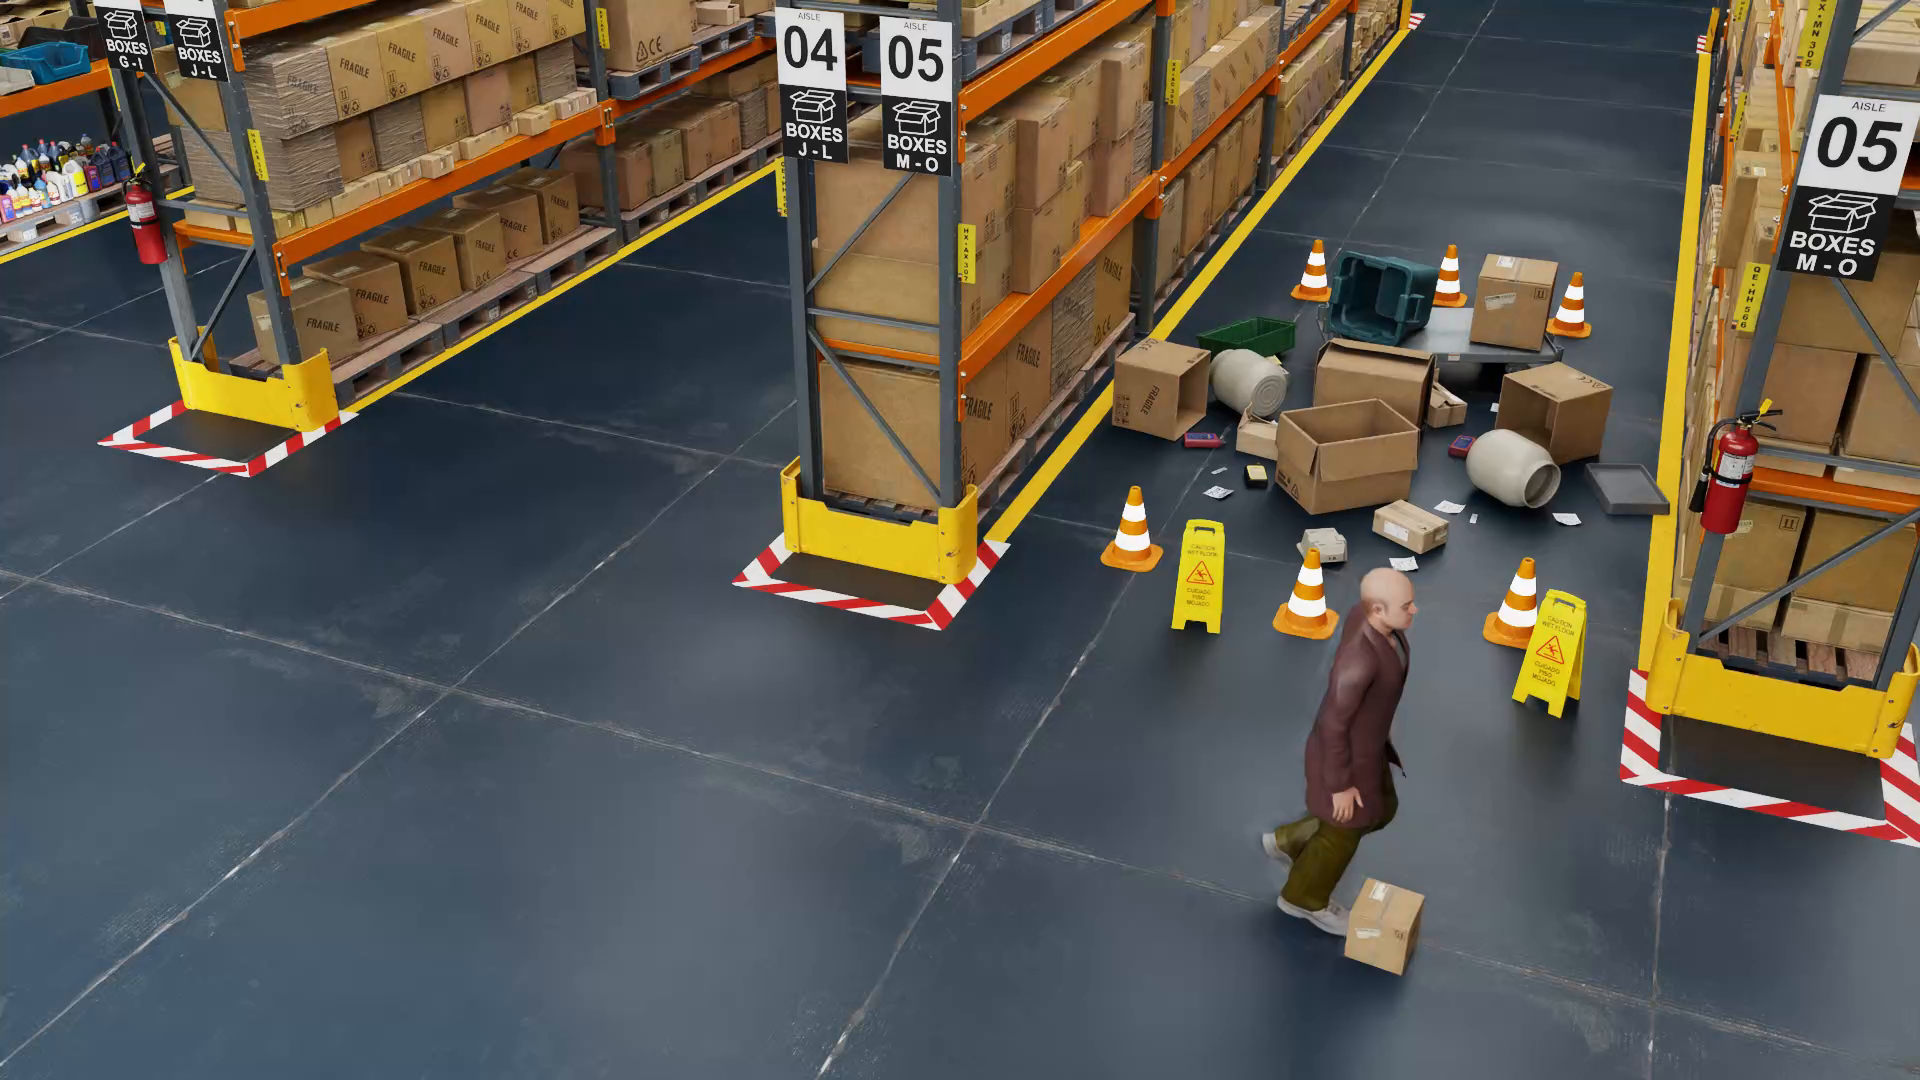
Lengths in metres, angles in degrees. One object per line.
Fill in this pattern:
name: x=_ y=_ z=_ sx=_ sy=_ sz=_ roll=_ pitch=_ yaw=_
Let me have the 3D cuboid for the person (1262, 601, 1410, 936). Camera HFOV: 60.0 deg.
person: x=1.562 y=0.952 z=6.894 sx=0.564 sy=1.577 sz=0.647 roll=11 pitch=31 yaw=18
